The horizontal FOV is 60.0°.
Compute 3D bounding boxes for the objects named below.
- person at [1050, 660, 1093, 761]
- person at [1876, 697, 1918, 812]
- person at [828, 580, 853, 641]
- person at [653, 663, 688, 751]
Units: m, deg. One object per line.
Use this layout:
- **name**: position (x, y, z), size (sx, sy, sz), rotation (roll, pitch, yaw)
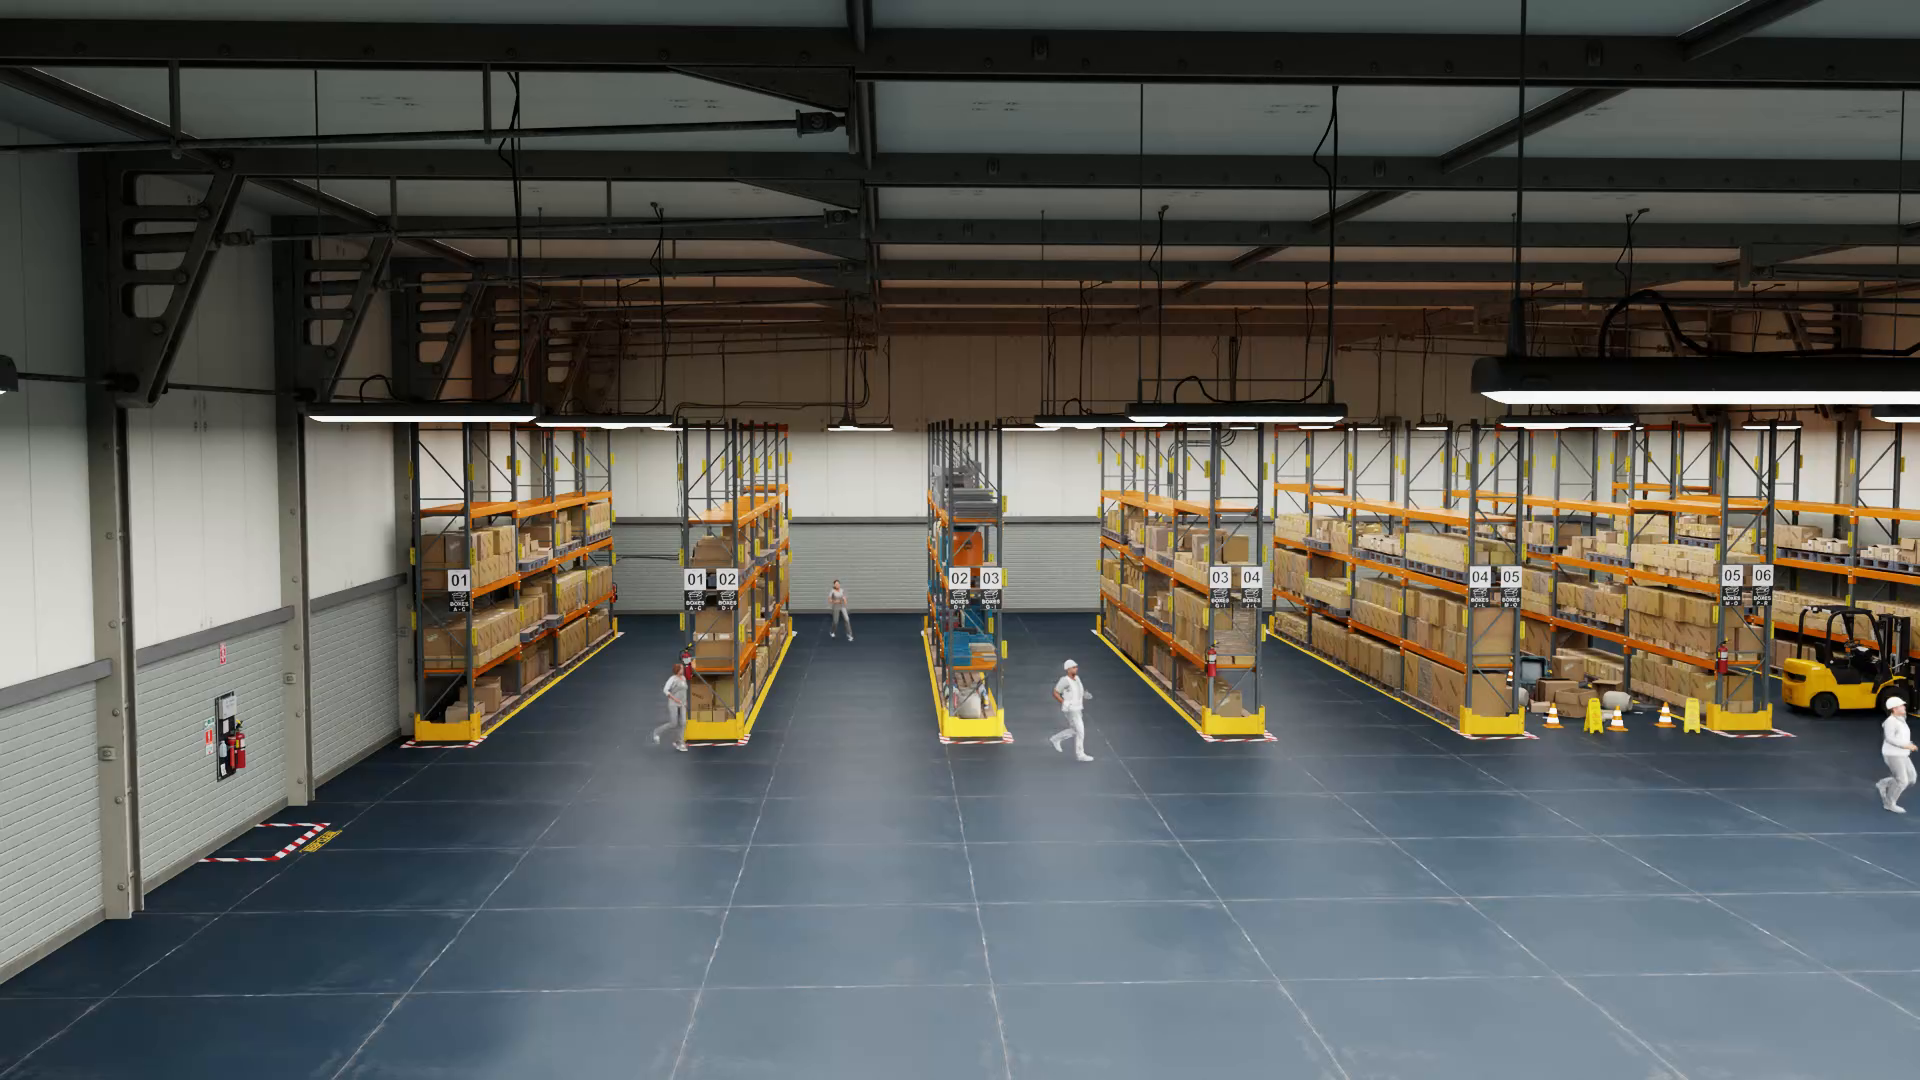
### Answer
- **person**: position (1.944, 2.978, 29.140), size (0.886, 1.757, 0.698), rotation (2, 4, 29)
- **person**: position (14.206, 3.244, 25.201), size (0.591, 1.737, 0.698), rotation (3, 5, 42)
- **person**: position (-3.376, 1.940, 46.116), size (0.581, 1.662, 0.969), rotation (-2, 4, -26)
- **person**: position (-5.132, 3.010, 30.190), size (0.792, 1.550, 0.601), rotation (2, 4, 32)
